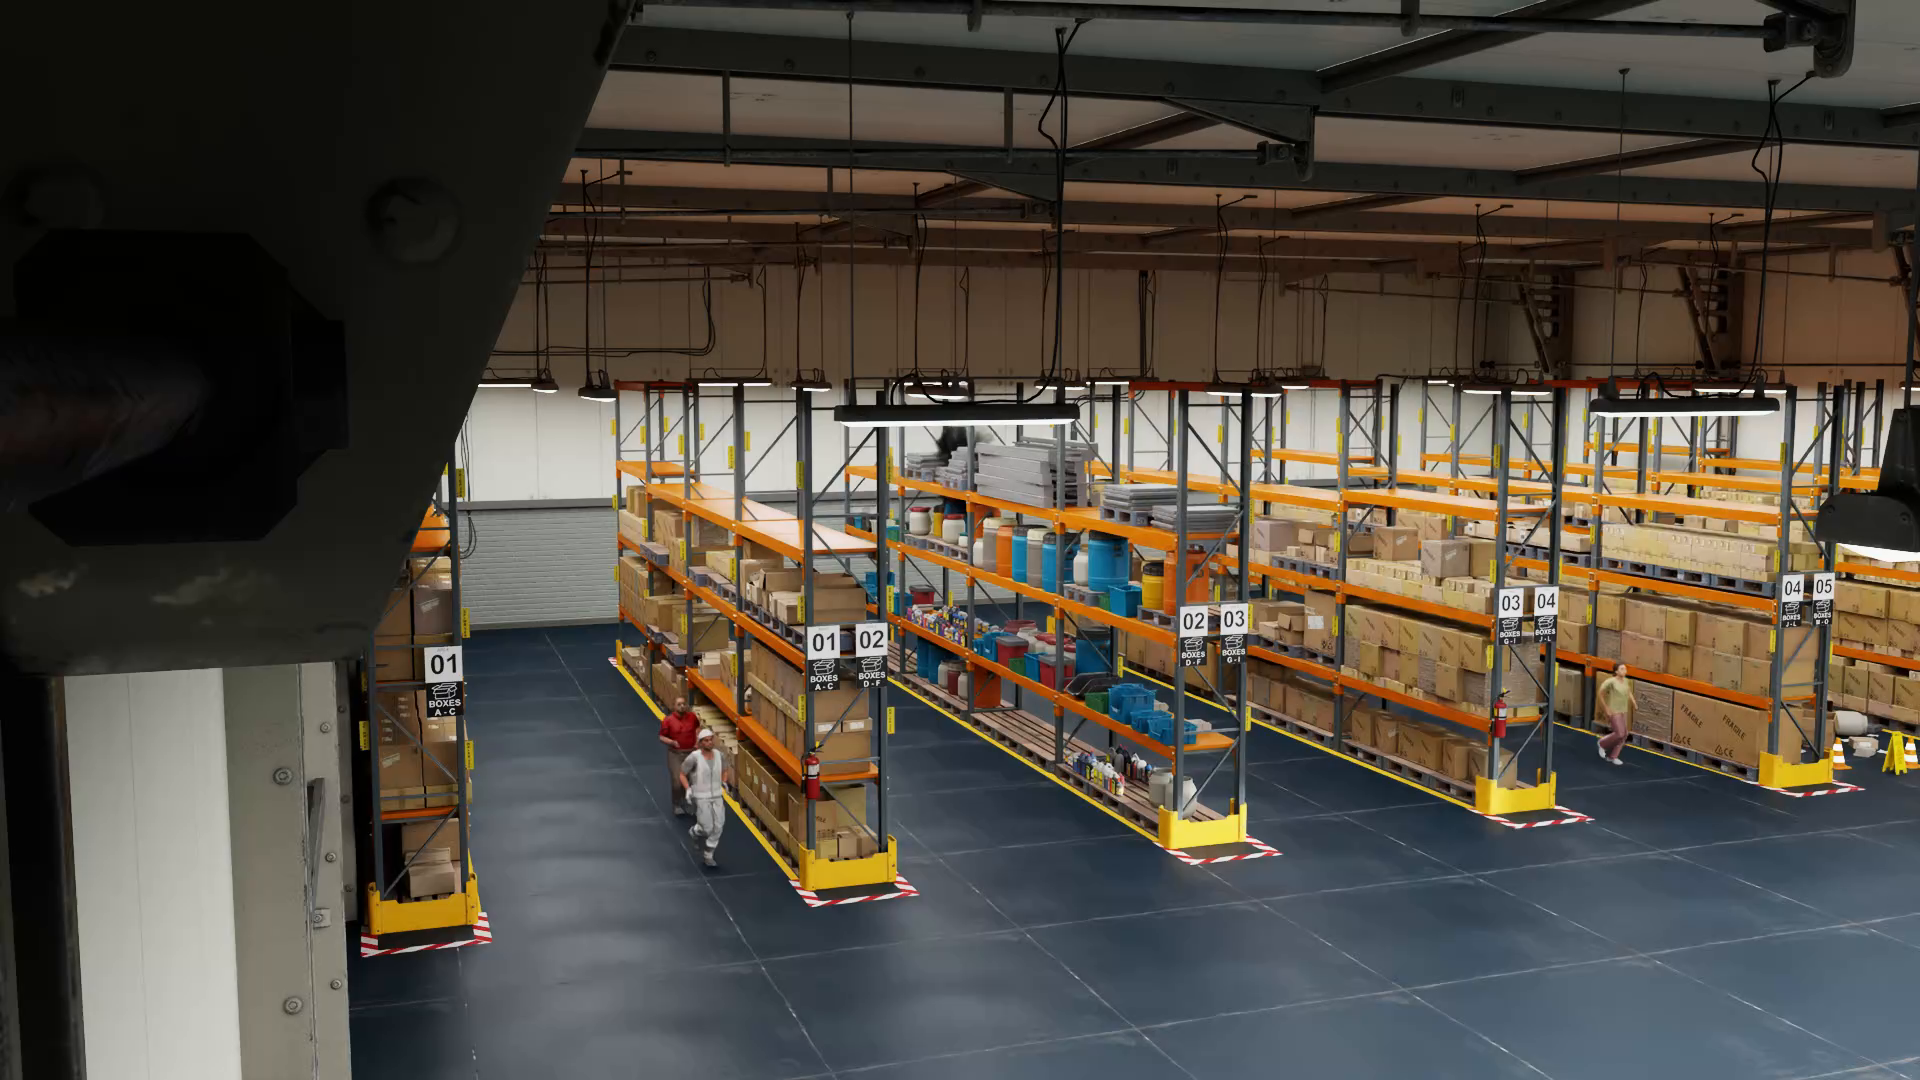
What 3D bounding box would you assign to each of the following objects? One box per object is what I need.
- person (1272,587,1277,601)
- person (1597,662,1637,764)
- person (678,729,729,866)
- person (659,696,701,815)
[{"bbox_3d":[7.868,1.186,41.391,0.589,1.531,0.529,4,7,31],"label":"person"},{"bbox_3d":[10.436,2.734,26.398,0.593,1.638,0.538,-3,7,-24],"label":"person"},{"bbox_3d":[-3.198,3.247,21.045,0.658,1.738,0.600,-4,7,-33],"label":"person"},{"bbox_3d":[-3.855,3.037,23.213,0.640,1.705,0.645,-3,7,-25],"label":"person"}]
